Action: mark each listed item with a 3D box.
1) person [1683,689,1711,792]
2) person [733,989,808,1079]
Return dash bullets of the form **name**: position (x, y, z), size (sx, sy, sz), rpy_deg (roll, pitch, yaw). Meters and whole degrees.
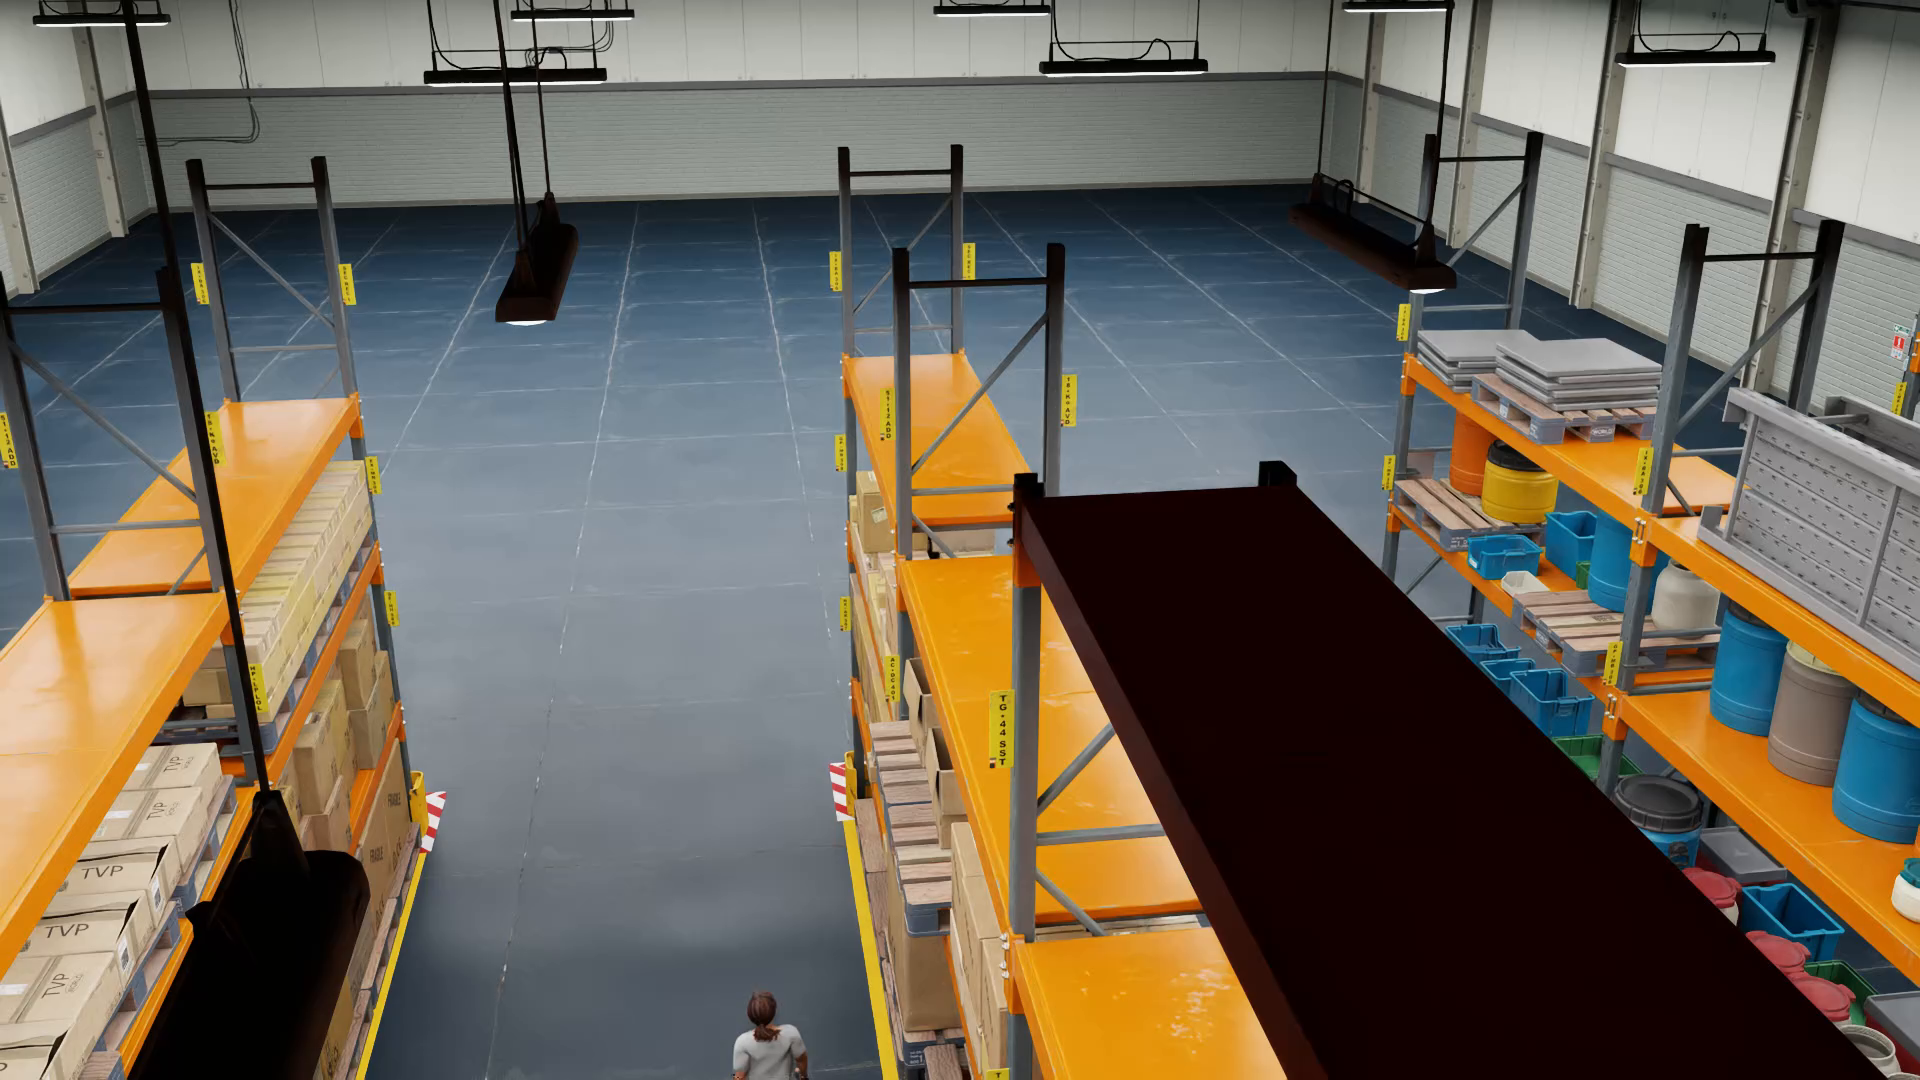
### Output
- **person**: position (6.818, 1.717, 15.134), size (0.543, 1.583, 0.674), rpy_deg (-14, 26, -31)
- **person**: position (-1.201, 3.509, 10.559), size (0.501, 1.610, 1.082), rpy_deg (-4, 22, -10)
